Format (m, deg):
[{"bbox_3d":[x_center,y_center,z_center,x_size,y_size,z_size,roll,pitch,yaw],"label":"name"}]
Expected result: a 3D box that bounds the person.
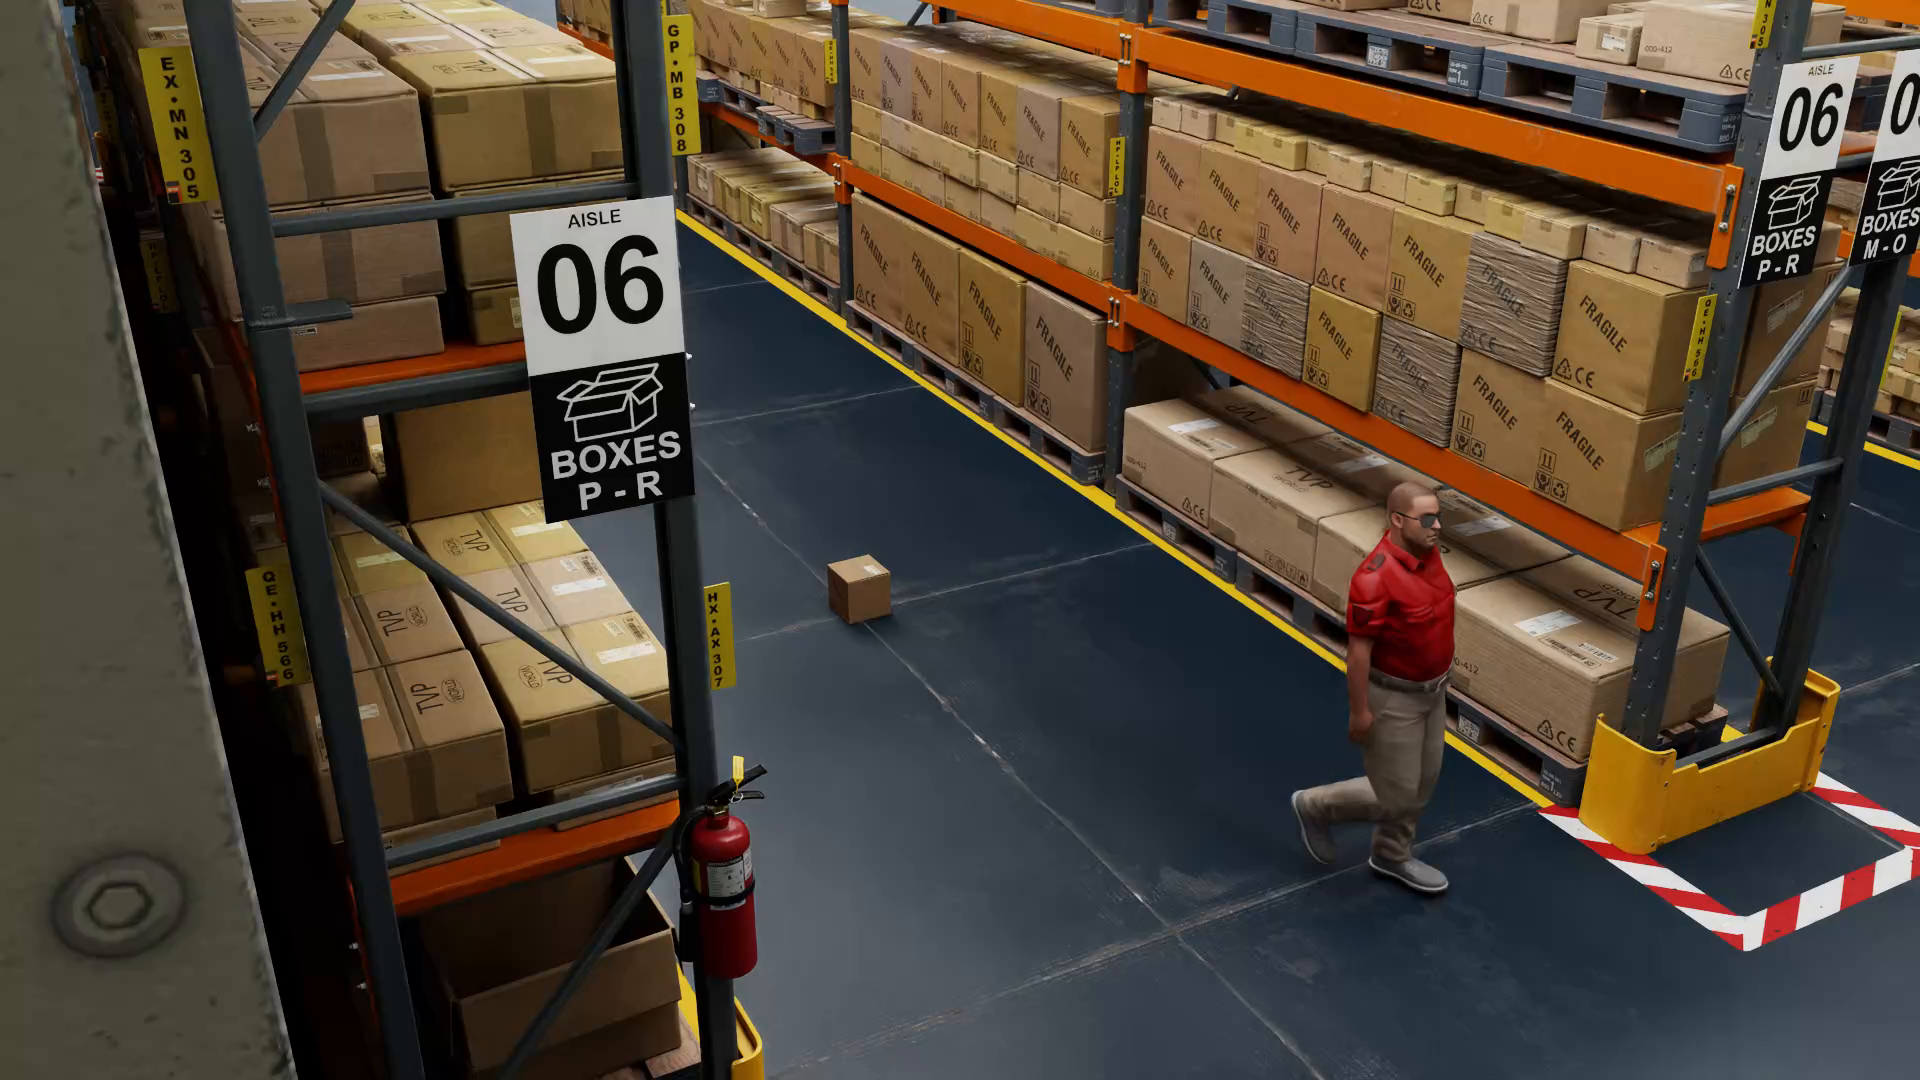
[{"bbox_3d":[1.694,0.286,6.268,0.340,1.036,0.538,21,32,37],"label":"person"}]
